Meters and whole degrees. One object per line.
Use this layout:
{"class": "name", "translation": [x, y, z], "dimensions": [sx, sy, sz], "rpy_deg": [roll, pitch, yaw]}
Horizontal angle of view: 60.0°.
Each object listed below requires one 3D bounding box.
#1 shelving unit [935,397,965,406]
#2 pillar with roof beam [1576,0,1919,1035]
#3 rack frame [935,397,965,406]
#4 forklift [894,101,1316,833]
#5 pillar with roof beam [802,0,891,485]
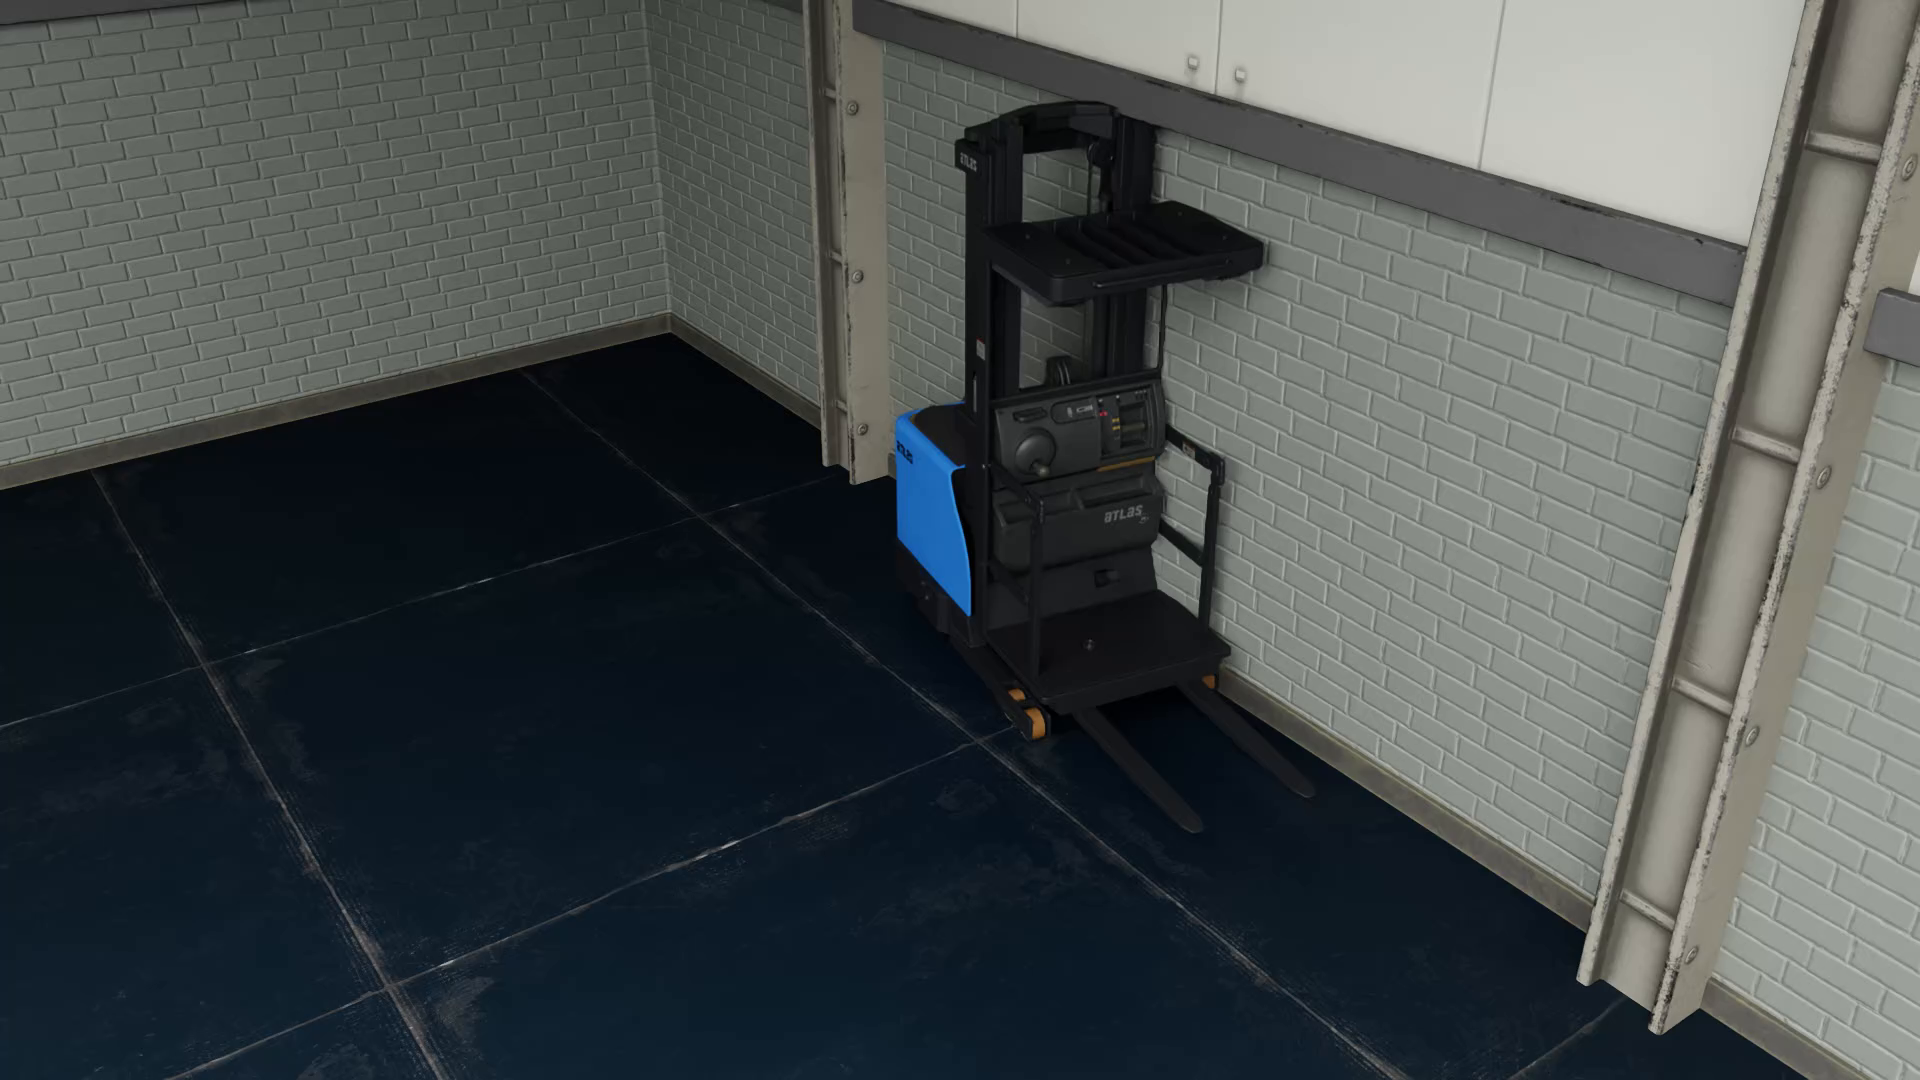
{"class": "shelving unit", "translation": [-0.002, -0.389, 10.024], "dimensions": [0.258, 0.900, 0.210], "rpy_deg": [-19, 34, -31]}
{"class": "pillar with roof beam", "translation": [-0.714, -0.909, 2.494], "dimensions": [9.100, 9.000, 0.400], "rpy_deg": [-19, 34, -31]}
{"class": "rack frame", "translation": [-0.061, -0.428, 10.096], "dimensions": [0.240, 0.900, 0.006], "rpy_deg": [-19, 34, -31]}
{"class": "forklift", "translation": [0.699, -0.513, 8.124], "dimensions": [1.130, 2.935, 3.031], "rpy_deg": [-12, 31, -22]}
{"class": "pillar with roof beam", "translation": [-4.195, -3.241, 6.789], "dimensions": [9.100, 9.000, 0.400], "rpy_deg": [-19, 34, -31]}
